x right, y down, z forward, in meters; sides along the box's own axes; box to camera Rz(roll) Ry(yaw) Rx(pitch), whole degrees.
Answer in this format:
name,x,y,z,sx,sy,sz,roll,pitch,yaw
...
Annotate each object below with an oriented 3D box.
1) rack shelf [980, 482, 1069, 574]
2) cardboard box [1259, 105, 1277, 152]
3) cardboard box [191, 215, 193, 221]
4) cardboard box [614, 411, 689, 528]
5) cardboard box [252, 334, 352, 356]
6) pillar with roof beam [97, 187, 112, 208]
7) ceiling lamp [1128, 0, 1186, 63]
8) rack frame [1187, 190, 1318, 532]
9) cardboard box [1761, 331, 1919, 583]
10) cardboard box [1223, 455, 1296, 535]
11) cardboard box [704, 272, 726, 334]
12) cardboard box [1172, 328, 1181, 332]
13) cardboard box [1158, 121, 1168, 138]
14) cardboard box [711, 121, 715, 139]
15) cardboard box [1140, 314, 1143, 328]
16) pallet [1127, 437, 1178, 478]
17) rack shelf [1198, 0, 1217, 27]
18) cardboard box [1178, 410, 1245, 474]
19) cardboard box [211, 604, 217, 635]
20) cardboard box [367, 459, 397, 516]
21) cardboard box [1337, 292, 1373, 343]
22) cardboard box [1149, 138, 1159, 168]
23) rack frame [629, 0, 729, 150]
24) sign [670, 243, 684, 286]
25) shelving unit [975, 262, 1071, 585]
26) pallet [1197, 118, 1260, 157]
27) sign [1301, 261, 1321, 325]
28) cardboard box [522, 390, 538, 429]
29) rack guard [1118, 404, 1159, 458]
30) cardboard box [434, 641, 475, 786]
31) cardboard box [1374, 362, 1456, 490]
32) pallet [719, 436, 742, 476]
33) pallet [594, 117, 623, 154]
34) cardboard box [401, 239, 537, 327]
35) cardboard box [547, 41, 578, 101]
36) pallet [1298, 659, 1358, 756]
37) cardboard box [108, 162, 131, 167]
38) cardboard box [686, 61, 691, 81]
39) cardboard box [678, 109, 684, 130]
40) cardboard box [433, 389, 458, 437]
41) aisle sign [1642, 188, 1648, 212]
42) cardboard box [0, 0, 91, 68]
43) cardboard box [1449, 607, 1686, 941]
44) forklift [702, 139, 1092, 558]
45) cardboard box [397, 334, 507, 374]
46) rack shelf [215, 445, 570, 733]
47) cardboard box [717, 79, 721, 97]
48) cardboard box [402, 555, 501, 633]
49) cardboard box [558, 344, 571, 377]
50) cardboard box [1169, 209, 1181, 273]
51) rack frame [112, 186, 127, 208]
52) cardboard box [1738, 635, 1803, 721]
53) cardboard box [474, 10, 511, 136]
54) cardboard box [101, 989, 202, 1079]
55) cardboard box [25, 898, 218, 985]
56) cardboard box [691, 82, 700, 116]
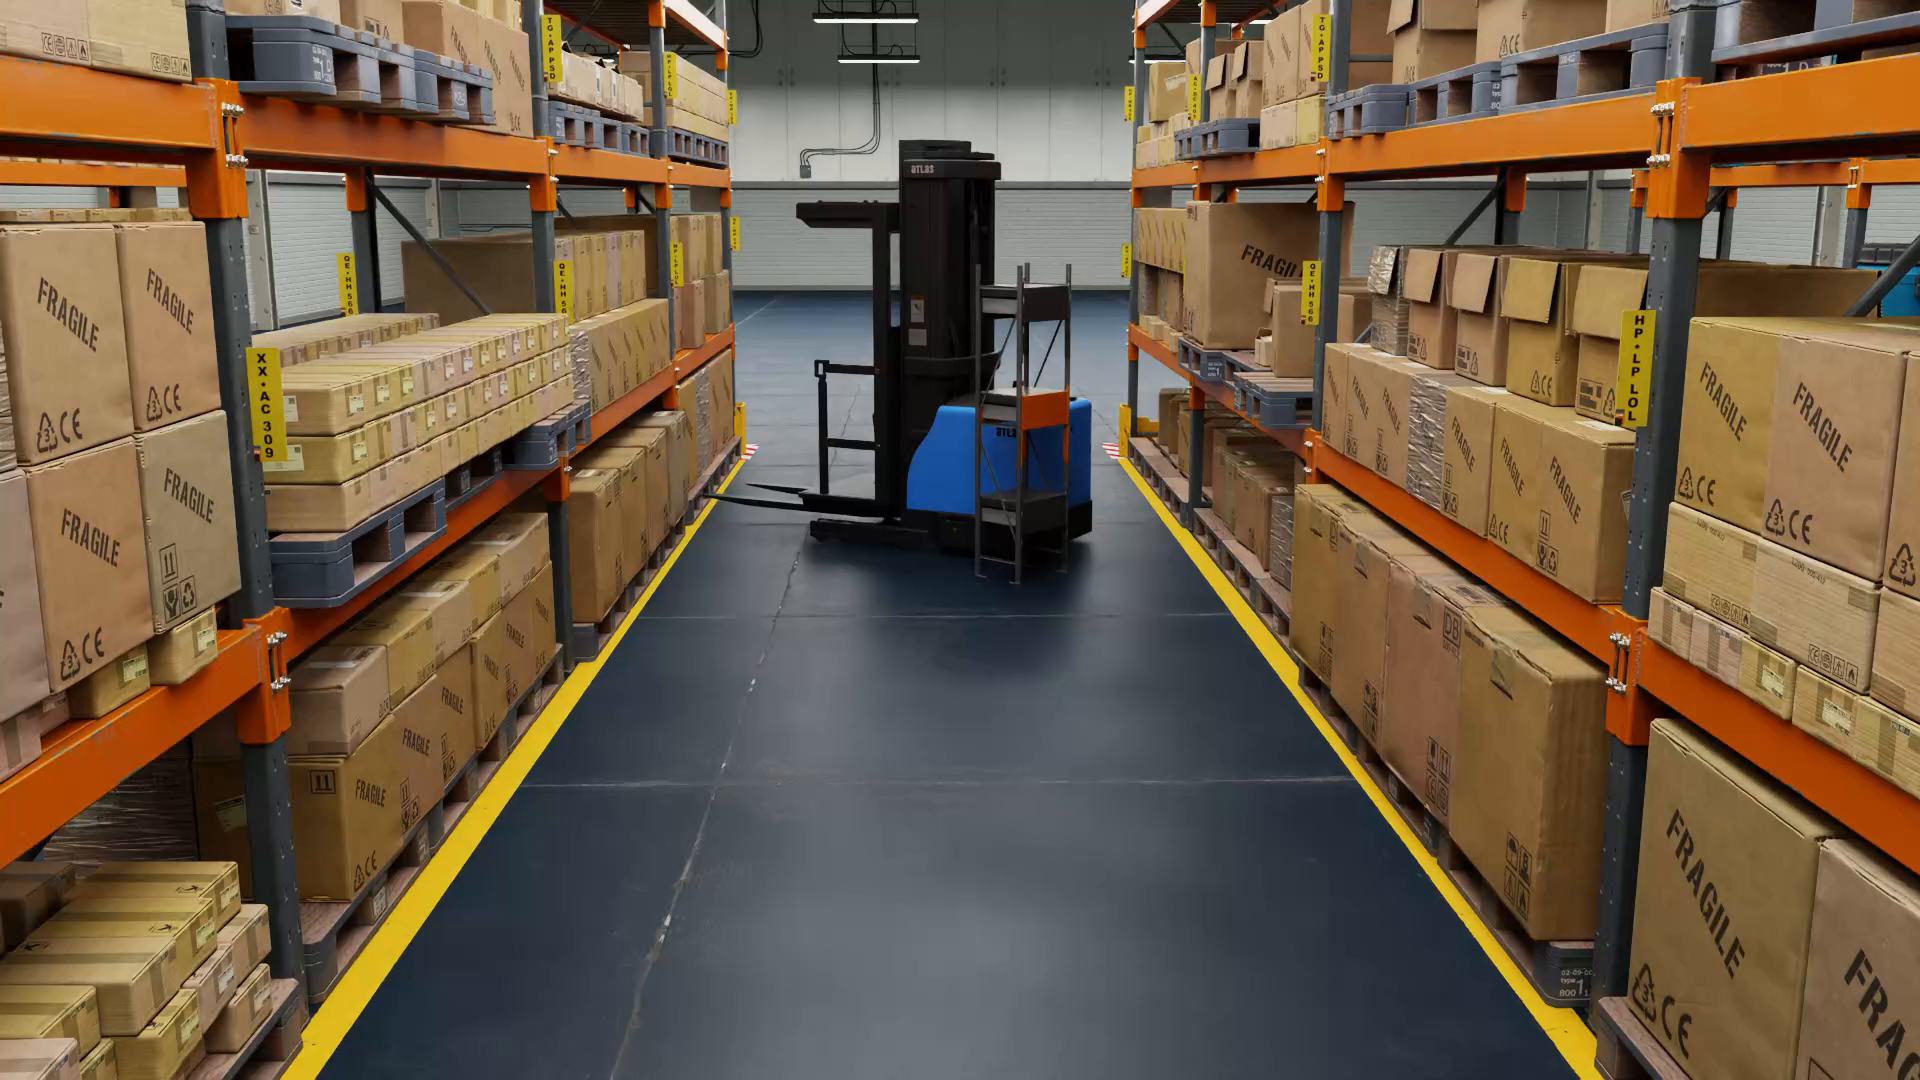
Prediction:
name,x,y,z,sx,sy,sz,roll,pitch,yaw
rack shelf,0.420,-0.090,11.312,0.431,0.518,0.480,11,16,42
cardboard box,2.073,-2.440,9.876,0.500,0.250,0.500,0,11,0
cardboard box,-7.485,-2.886,15.724,0.700,0.500,0.500,-1,11,-3
cardboard box,-2.581,-0.527,12.214,1.050,0.750,0.750,0,11,-1
cardboard box,-2.757,-0.772,6.899,0.380,0.149,0.250,0,11,1
pillar with roof beam,-9.506,-7.481,26.803,9.100,9.000,0.400,0,11,-1
ceiling lamp,5.093,-13.213,40.375,2.000,3.185,0.800,0,11,-1
rack frame,2.277,-1.547,12.640,1.000,3.000,0.127,0,11,-1
cardboard box,2.199,-0.202,3.755,0.500,0.500,0.500,0,11,-1
cardboard box,2.259,-0.321,11.775,0.700,0.500,0.500,0,11,-2
cardboard box,-2.680,-2.233,15.642,0.875,0.550,0.550,0,11,-1
cardboard box,2.003,-1.714,14.096,0.380,0.149,0.250,0,11,-1
cardboard box,1.962,-3.620,14.687,0.380,0.149,0.250,-1,11,-4
cardboard box,-2.400,-3.677,14.917,0.380,0.149,0.250,0,11,-2
cardboard box,1.948,-2.112,16.055,0.380,0.149,0.250,0,11,-1
pallet,2.178,-0.799,15.966,1.003,0.211,1.213,0,11,-1
rack shelf,2.319,-3.541,10.195,1.077,0.370,4.000,0,11,-1
cardboard box,2.198,-0.844,14.408,0.500,0.500,0.500,-1,12,-6
cardboard box,-2.279,0.222,4.550,0.380,0.149,0.250,0,11,-2
cardboard box,-2.078,-0.174,5.450,0.380,0.149,0.250,0,11,0
cardboard box,2.309,-1.114,9.198,0.500,0.500,0.500,-2,12,-8
cardboard box,1.969,-3.441,14.808,0.500,0.250,0.500,0,11,-1
rack frame,-2.766,-5.282,15.962,1.000,3.000,0.127,0,11,-1
sign,-2.141,-2.080,12.552,0.100,0.325,0.005,0,11,-1
shelving unit,0.420,-0.790,11.170,0.431,2.100,0.503,11,16,42
pallet,2.208,-2.596,10.737,1.213,0.211,1.003,0,11,-1
sign,1.818,-1.276,8.593,0.100,0.325,0.005,0,11,-1
cardboard box,-2.121,-0.588,7.489,0.380,0.149,0.250,0,11,-2
rack guard,2.196,-1.102,16.734,1.175,0.500,0.348,0,11,-1
cardboard box,-2.305,0.706,6.768,0.500,0.500,0.500,0,11,0
cardboard box,2.125,-0.499,7.222,0.500,0.500,0.500,0,11,-2
pallet,-2.672,-0.817,16.053,1.003,0.211,1.213,0,11,-1
pallet,-2.694,-2.479,10.166,1.003,0.211,1.213,0,11,1
cardboard box,-2.600,-1.380,9.050,0.700,0.500,0.500,0,11,-1
cardboard box,-2.396,-2.578,9.092,0.500,0.311,0.500,0,11,-1
pallet,2.301,0.772,8.224,1.003,0.211,1.213,0,11,-1
cardboard box,-7.350,-3.273,14.238,0.380,0.149,0.250,0,11,-2
cardboard box,-2.368,-3.765,13.345,0.380,0.149,0.250,0,11,-2
cardboard box,-2.359,-3.274,12.931,0.380,0.149,0.250,0,11,-1
cardboard box,-2.094,-0.473,6.175,0.380,0.149,0.250,0,11,1
aisle sign,6.852,-3.650,16.466,0.394,0.787,0.004,0,11,-1
cardboard box,-2.240,-1.157,3.552,0.500,0.250,0.500,0,11,-1
cardboard box,2.409,0.752,5.598,1.225,0.875,0.875,0,11,-1
forklift,-0.554,-1.494,12.550,3.031,2.935,1.130,6,13,27
cardboard box,-2.108,-0.773,6.906,0.380,0.149,0.250,0,11,2
rack shelf,-2.560,-0.001,6.831,1.077,0.370,4.000,0,11,-1
cardboard box,-2.411,-4.168,15.335,0.380,0.149,0.250,0,11,0
cardboard box,-2.309,0.236,7.194,0.500,0.250,0.500,0,11,0
cardboard box,-2.136,-0.884,8.198,0.380,0.149,0.250,0,11,0
cardboard box,1.981,-2.420,13.427,0.500,0.500,0.500,0,11,-1
rack frame,-7.713,-2.301,16.359,1.000,3.000,0.127,0,11,-1
cardboard box,2.128,0.331,4.015,0.380,0.149,0.250,0,11,1
cardboard box,-2.312,-2.059,7.367,0.500,0.500,0.500,0,11,-1
cardboard box,-2.153,1.257,4.183,0.380,0.149,0.250,-1,11,-3
cardboard box,-2.206,1.064,4.390,0.380,0.149,0.250,0,11,0
cardboard box,-2.437,-3.643,13.748,0.500,0.250,0.500,0,11,-2
